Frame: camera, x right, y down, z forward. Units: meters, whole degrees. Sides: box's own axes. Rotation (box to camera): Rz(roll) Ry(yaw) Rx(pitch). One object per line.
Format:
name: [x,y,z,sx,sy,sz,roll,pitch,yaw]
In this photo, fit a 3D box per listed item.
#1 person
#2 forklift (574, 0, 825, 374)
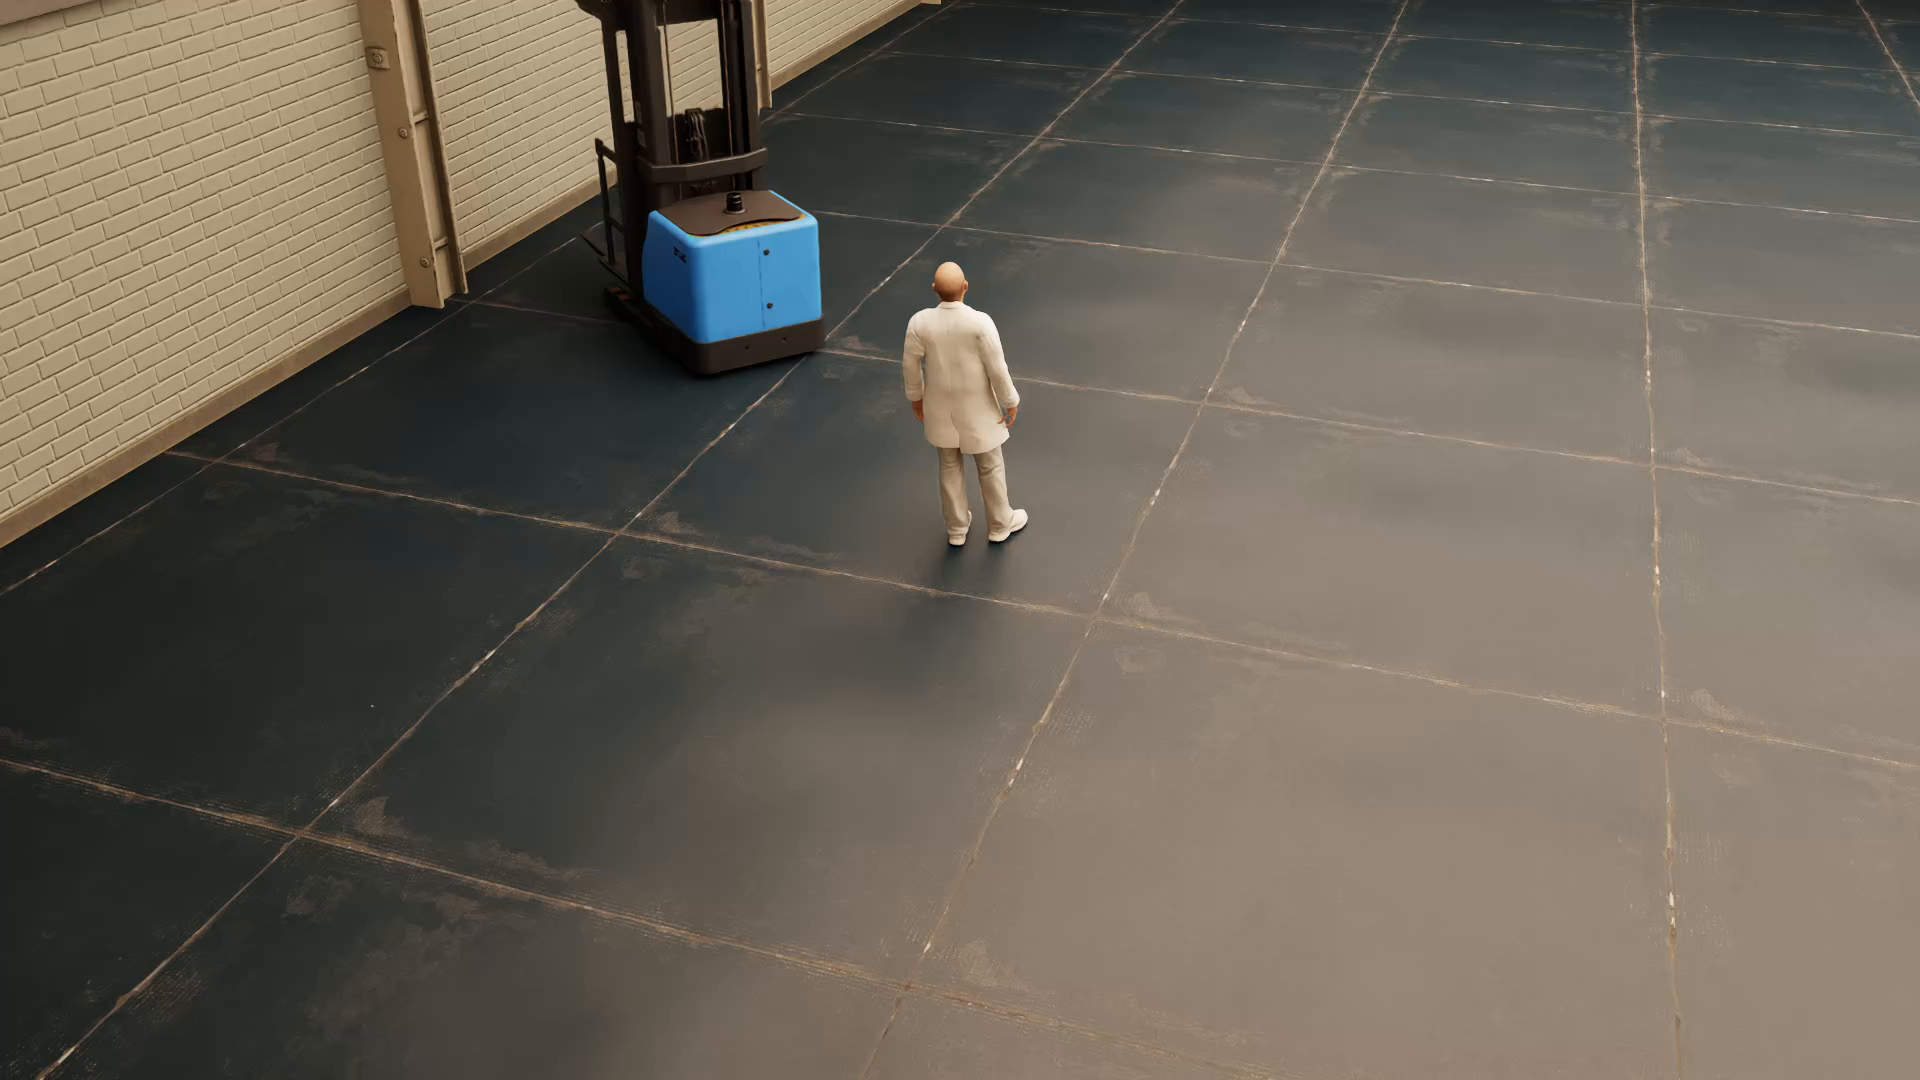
person: [0.034,-0.820,9.725,0.694,1.775,0.581,10,31,16]
forklift: [-2.204,-3.170,12.698,1.130,2.935,3.031,-16,34,-26]
